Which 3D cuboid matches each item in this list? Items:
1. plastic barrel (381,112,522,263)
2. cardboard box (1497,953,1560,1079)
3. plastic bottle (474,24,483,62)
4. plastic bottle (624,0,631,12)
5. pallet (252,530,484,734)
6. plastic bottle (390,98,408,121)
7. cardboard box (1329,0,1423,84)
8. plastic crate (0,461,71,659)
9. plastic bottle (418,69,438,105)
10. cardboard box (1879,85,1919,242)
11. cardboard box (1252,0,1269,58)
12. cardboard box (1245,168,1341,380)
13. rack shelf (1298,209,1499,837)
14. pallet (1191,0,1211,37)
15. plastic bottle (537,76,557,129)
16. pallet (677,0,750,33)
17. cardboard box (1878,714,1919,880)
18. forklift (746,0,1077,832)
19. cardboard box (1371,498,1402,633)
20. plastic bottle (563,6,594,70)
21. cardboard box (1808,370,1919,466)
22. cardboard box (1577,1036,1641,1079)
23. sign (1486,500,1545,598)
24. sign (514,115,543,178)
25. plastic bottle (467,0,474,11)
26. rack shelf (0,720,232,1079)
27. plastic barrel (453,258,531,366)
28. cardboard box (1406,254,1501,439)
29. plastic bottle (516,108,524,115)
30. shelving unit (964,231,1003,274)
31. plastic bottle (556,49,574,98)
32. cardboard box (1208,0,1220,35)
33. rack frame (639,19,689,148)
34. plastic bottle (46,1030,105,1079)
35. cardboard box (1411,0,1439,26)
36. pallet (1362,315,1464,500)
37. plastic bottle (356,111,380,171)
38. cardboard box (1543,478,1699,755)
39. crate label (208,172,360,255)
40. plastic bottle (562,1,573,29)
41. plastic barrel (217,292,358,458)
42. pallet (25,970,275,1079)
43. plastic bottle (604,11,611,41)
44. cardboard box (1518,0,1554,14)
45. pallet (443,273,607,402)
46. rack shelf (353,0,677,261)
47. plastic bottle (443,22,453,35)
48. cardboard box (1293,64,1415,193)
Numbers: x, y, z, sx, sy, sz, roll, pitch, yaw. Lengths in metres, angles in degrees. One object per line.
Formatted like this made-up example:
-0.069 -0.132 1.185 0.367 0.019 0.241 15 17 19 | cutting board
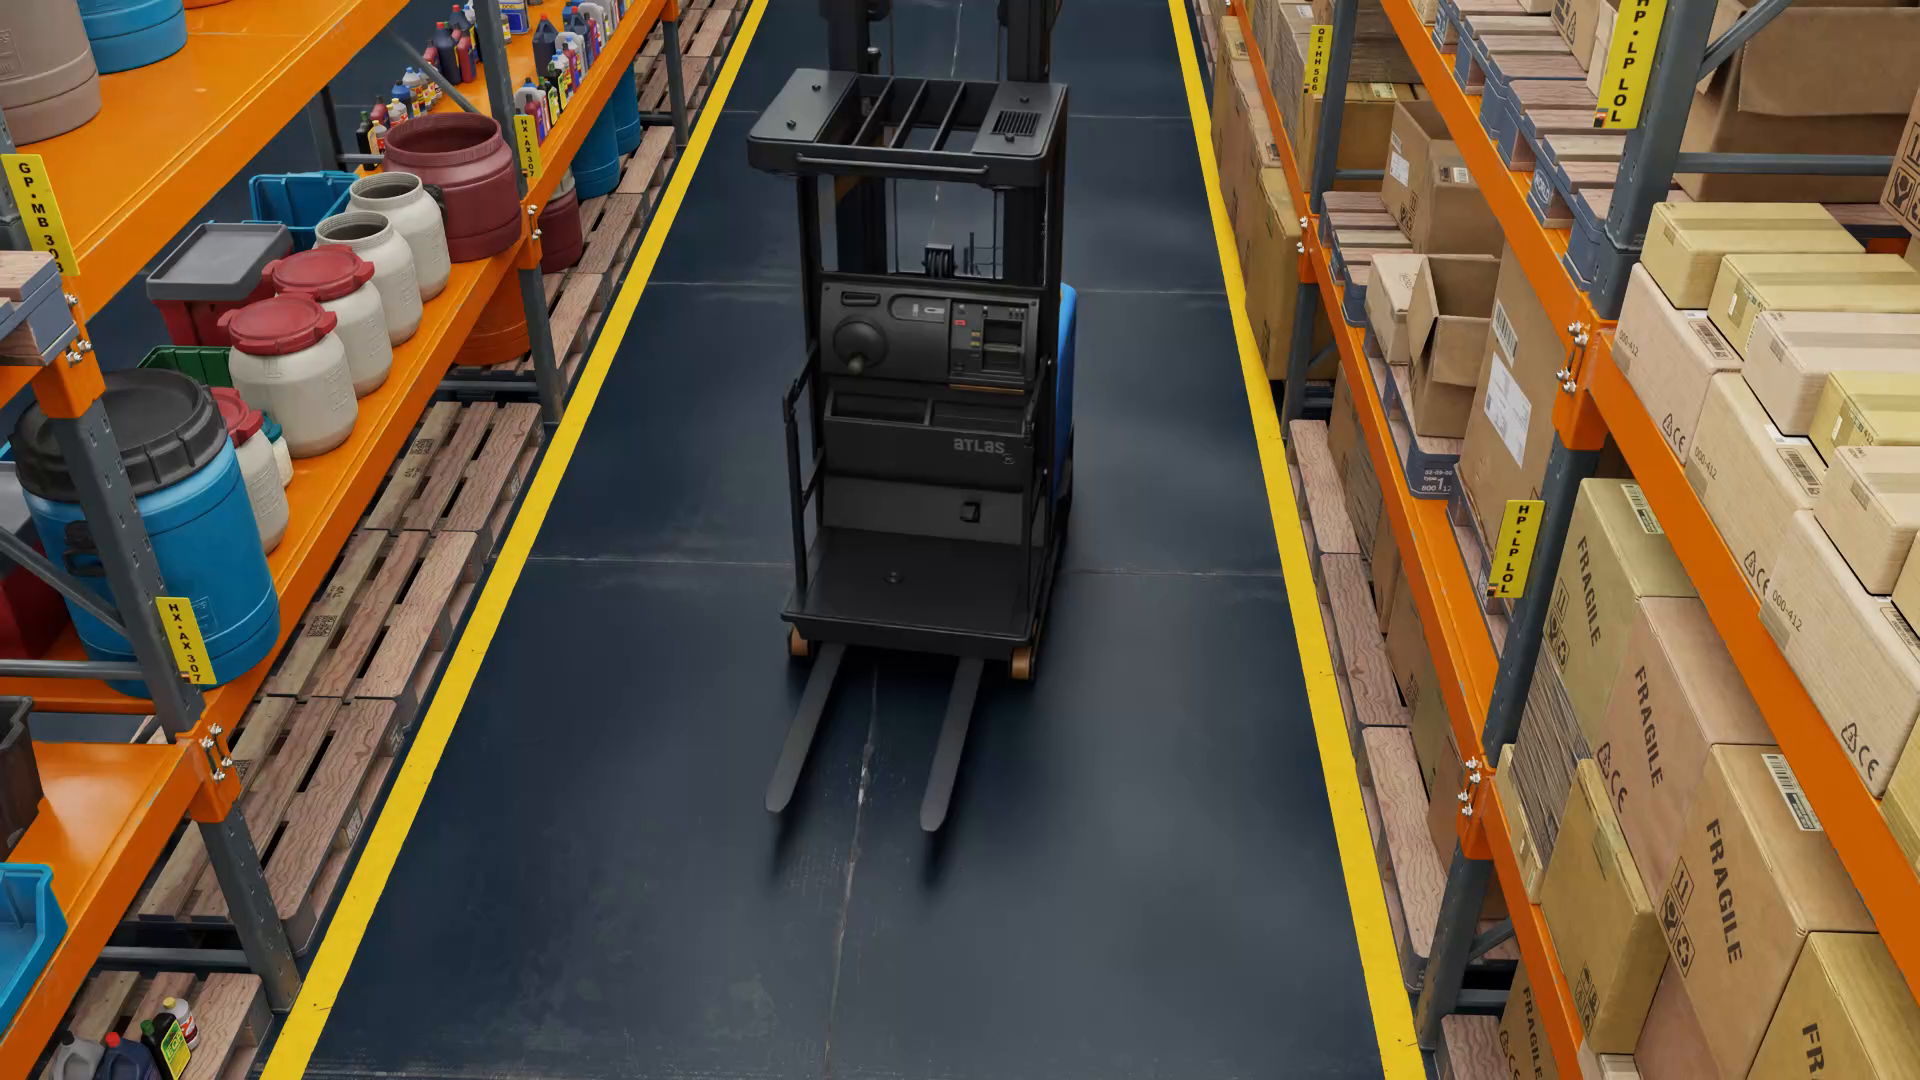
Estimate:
-2.416 -1.683 7.917 0.600 0.536 0.708 1 35 2 | plastic barrel
2.032 1.592 5.185 0.500 0.500 0.500 0 35 0 | cardboard box
-2.881 -3.043 10.083 0.097 0.271 0.097 0 35 0 | plastic bottle
-2.250 -3.643 10.868 0.144 0.351 0.185 1 35 2 | plastic bottle
-2.822 0.383 7.521 1.003 0.211 1.213 1 35 2 | pallet
-3.074 -2.316 9.110 0.097 0.201 0.097 0 35 0 | plastic bottle
2.294 -2.657 8.463 0.797 0.503 0.637 2 35 3 | cardboard box
-3.147 0.086 5.463 0.402 0.464 0.583 1 35 2 | plastic crate
-3.055 -2.596 9.508 0.097 0.201 0.097 0 35 0 | plastic bottle
2.325 -0.818 3.416 0.500 0.500 0.500 0 35 0 | cardboard box
2.101 -3.291 10.236 0.500 0.500 0.500 1 35 1 | cardboard box
2.297 -1.485 9.237 1.225 0.875 0.875 0 35 0 | cardboard box
2.168 -0.343 6.755 1.077 0.370 4.000 1 35 2 | rack shelf
2.616 -4.781 14.869 1.003 0.211 1.213 1 35 2 | pallet
-2.291 -2.436 9.209 0.061 0.283 0.133 1 35 2 | plastic bottle
-2.451 -4.883 15.015 1.003 0.211 1.213 1 35 2 | pallet
1.754 0.491 2.464 0.500 0.250 0.500 1 35 1 | cardboard box
-0.165 -0.804 6.844 1.130 2.935 3.031 6 35 8 | forklift
2.216 0.087 7.309 0.700 0.500 0.500 4 35 6 | cardboard box
-2.294 -3.010 9.967 0.144 0.351 0.185 1 35 2 | plastic bottle
1.825 -0.185 3.080 0.380 0.149 0.250 2 35 3 | cardboard box
1.722 1.305 4.003 0.380 0.149 0.250 1 35 2 | cardboard box
1.533 0.027 4.595 0.100 0.325 0.005 1 35 2 | sign
-2.151 -1.959 8.287 0.100 0.325 0.005 1 35 2 | sign
-2.986 -3.226 10.339 0.152 0.276 0.135 1 35 2 | plastic bottle
-2.942 1.841 3.648 1.077 0.370 4.000 1 35 2 | rack shelf
-2.698 -1.466 9.250 0.600 0.830 0.708 1 35 2 | plastic barrel
2.065 -0.700 6.183 0.797 0.503 0.637 5 35 7 | cardboard box
-2.328 -2.155 8.820 0.097 0.271 0.097 0 35 0 | plastic bottle
0.156 -1.005 8.636 0.258 1.200 0.189 6 35 8 | shelving unit
-2.291 -2.686 9.575 0.097 0.271 0.097 0 35 0 | plastic bottle
2.587 -4.793 13.943 0.875 0.875 0.875 1 35 2 | cardboard box
-2.540 -4.199 11.616 1.000 3.000 0.127 1 35 2 | rack frame
-2.743 1.674 5.180 0.144 0.351 0.185 1 35 2 | plastic bottle
1.943 -2.098 6.148 0.500 0.250 0.500 2 35 3 | cardboard box
2.210 -0.570 6.619 1.003 0.211 1.213 1 35 2 | pallet
-3.111 -2.095 8.724 0.061 0.283 0.133 1 35 2 | plastic bottle
1.816 0.193 4.152 0.500 0.500 0.500 1 35 2 | cardboard box
-3.011 -1.351 7.532 0.502 0.435 0.616 1 35 2 | crate label
-2.408 -3.194 10.298 0.097 0.271 0.097 0 35 0 | plastic bottle
-2.574 -0.624 6.411 0.433 0.535 0.433 0 35 0 | plastic barrel
-2.930 1.923 5.330 1.003 0.211 1.213 1 35 2 | pallet
-2.250 -3.240 10.424 0.097 0.201 0.097 0 35 0 | plastic bottle
2.063 -1.871 5.533 0.380 0.166 0.250 0 35 1 | cardboard box
-2.710 -1.214 9.794 1.003 0.211 1.213 1 35 2 | pallet
-2.620 -2.755 10.188 1.077 0.370 4.000 1 35 2 | rack shelf
-3.052 -2.935 9.919 0.061 0.283 0.133 1 35 2 | plastic bottle
2.021 -2.117 8.566 0.500 0.500 0.500 2 35 3 | cardboard box
